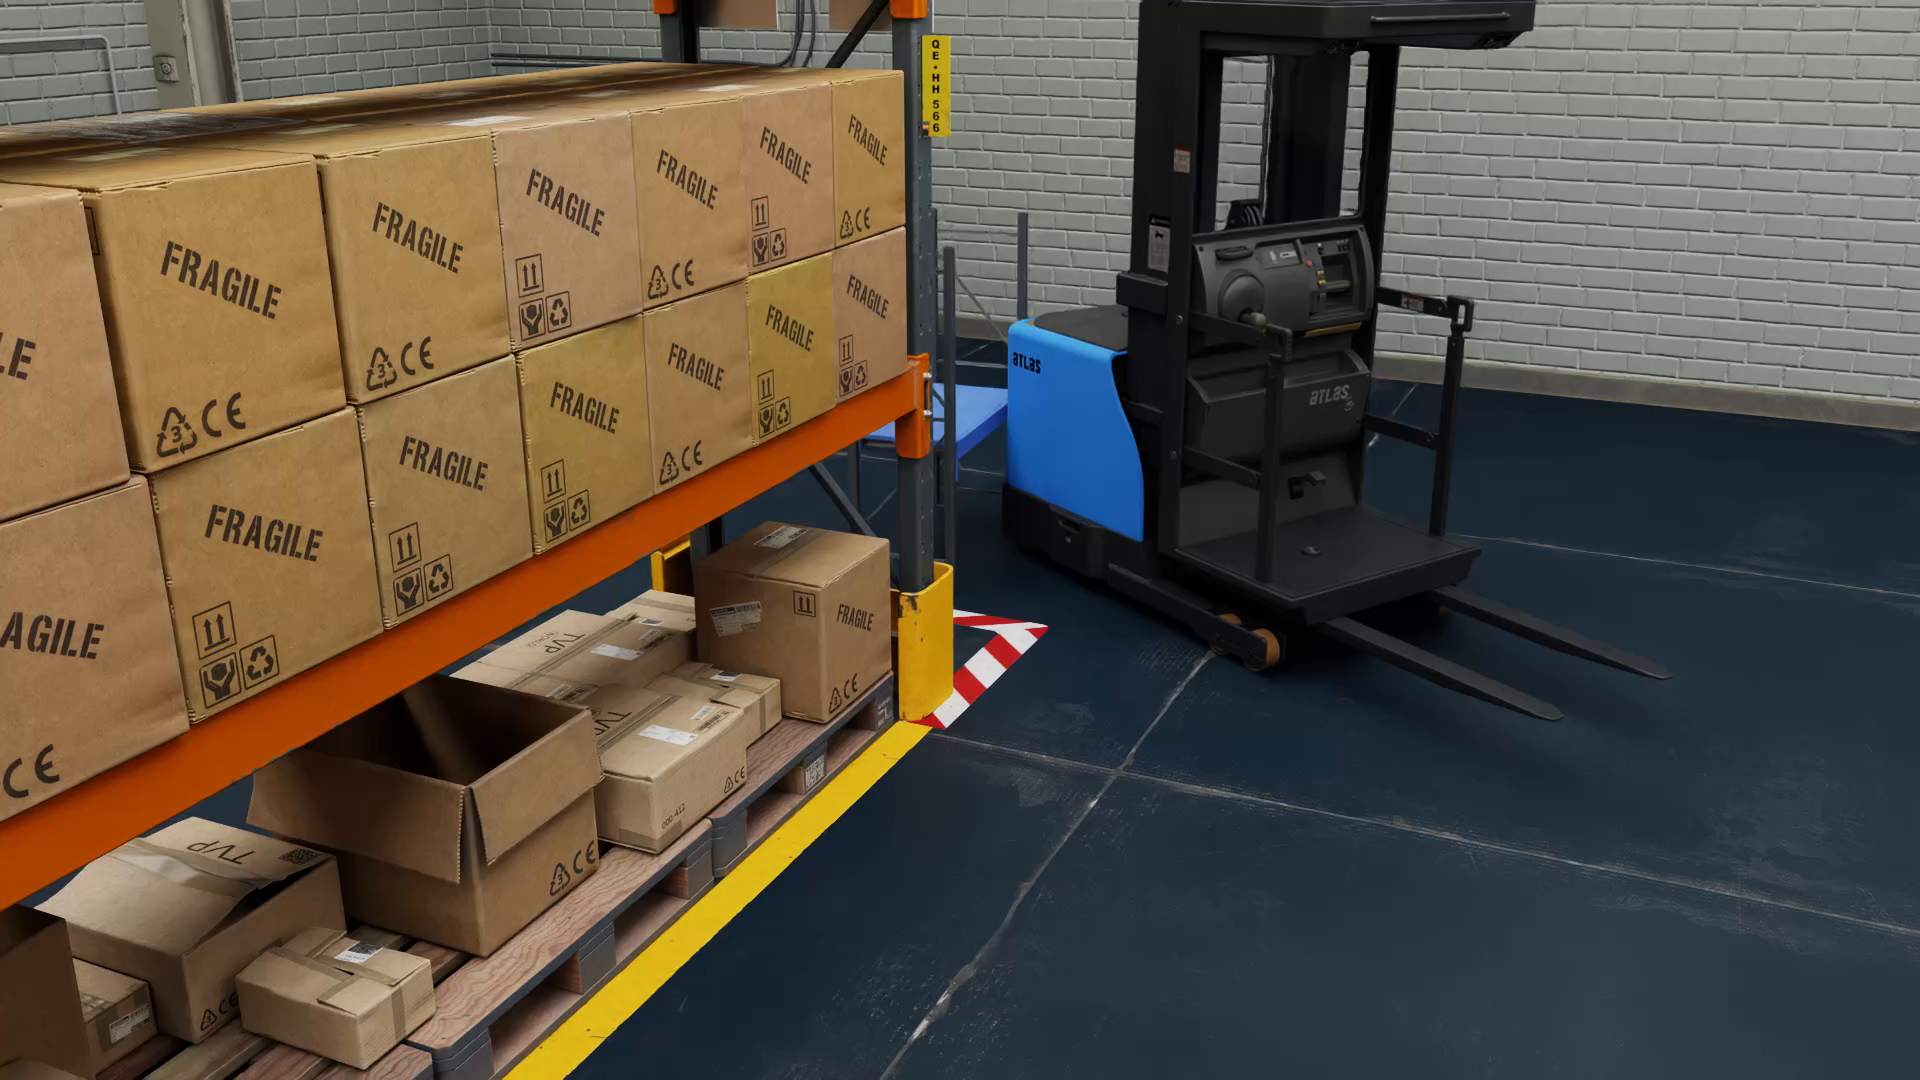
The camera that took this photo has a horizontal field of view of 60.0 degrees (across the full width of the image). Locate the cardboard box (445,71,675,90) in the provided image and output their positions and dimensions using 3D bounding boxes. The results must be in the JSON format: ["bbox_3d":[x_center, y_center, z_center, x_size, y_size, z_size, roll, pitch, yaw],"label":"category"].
[{"bbox_3d":[-1.206,-1.155,5.099,0.500,0.500,0.500,9,21,23],"label":"cardboard box"}]

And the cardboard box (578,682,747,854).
[{"bbox_3d":[-0.991,0.677,5.035,0.500,0.250,0.500,9,21,23],"label":"cardboard box"}]

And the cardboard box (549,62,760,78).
[{"bbox_3d":[-0.999,-1.316,5.551,0.500,0.500,0.500,9,22,24],"label":"cardboard box"}]

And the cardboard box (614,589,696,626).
[{"bbox_3d":[-1.062,0.319,6.192,0.380,0.149,0.250,9,21,23],"label":"cardboard box"}]

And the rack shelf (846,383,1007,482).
[{"bbox_3d":[-0.087,-0.527,7.745,0.538,0.185,1.000,7,21,19],"label":"rack shelf"}]

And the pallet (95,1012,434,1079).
[{"bbox_3d":[-1.933,1.430,3.634,1.003,0.211,1.213,9,21,23],"label":"pallet"}]

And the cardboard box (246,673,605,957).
[{"bbox_3d":[-1.450,0.719,4.539,0.797,0.503,0.637,9,21,23],"label":"cardboard box"}]

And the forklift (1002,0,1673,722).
[{"bbox_3d":[1.436,-1.047,6.539,1.130,2.935,3.031,-13,23,-31],"label":"forklift"}]

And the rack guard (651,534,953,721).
[{"bbox_3d":[-0.608,0.304,6.369,1.175,0.500,0.348,9,21,23],"label":"rack guard"}]

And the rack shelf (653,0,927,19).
[{"bbox_3d":[-1.396,-1.360,3.914,1.077,0.370,4.000,9,21,23],"label":"rack shelf"}]

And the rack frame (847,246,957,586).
[{"bbox_3d":[-0.258,-0.536,7.234,0.500,1.500,0.032,7,21,19],"label":"rack frame"}]

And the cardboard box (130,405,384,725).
[{"bbox_3d":[-1.551,0.003,3.335,0.500,0.500,0.500,9,21,24],"label":"cardboard box"}]

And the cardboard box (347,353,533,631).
[{"bbox_3d":[-1.344,-0.150,3.764,0.500,0.500,0.500,8,21,22],"label":"cardboard box"}]

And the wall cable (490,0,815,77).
[{"bbox_3d":[-2.455,-4.619,12.162,3.097,2.526,0.112,9,21,23],"label":"wall cable"}]

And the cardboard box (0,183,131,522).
[{"bbox_3d":[-1.765,-0.298,2.689,0.500,0.500,0.500,9,22,24],"label":"cardboard box"}]

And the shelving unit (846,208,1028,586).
[{"bbox_3d":[-0.087,-0.696,7.685,0.538,1.500,1.048,7,21,19],"label":"shelving unit"}]

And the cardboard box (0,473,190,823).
[{"bbox_3d":[-1.757,0.160,2.893,0.500,0.500,0.500,9,22,24],"label":"cardboard box"}]

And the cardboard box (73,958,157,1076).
[{"bbox_3d":[-2.141,1.125,3.926,0.380,0.149,0.250,9,21,23],"label":"cardboard box"}]

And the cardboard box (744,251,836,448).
[{"bbox_3d":[-0.721,-0.611,5.061,0.500,0.500,0.500,9,21,23],"label":"cardboard box"}]

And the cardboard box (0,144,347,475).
[{"bbox_3d":[-1.554,-0.456,3.133,0.500,0.500,0.500,8,21,21],"label":"cardboard box"}]

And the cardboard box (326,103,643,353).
[{"bbox_3d":[-1.133,-0.771,4.019,0.500,0.500,0.500,9,22,24],"label":"cardboard box"}]

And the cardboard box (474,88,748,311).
[{"bbox_3d":[-0.922,-0.928,4.460,0.500,0.500,0.500,9,22,24],"label":"cardboard box"}]

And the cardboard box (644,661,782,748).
[{"bbox_3d":[-0.823,0.542,5.541,0.380,0.166,0.250,9,21,23],"label":"cardboard box"}]

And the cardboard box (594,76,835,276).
[{"bbox_3d":[-0.714,-1.087,4.908,0.500,0.500,0.500,9,22,24],"label":"cardboard box"}]

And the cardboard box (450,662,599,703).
[{"bbox_3d":[-1.468,0.624,5.185,0.500,0.250,0.500,9,21,23],"label":"cardboard box"}]

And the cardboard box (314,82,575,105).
[{"bbox_3d":[-1.416,-1.003,4.671,0.500,0.500,0.500,9,21,23],"label":"cardboard box"}]

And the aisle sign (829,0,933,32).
[{"bbox_3d":[-0.269,-2.101,5.520,0.394,0.787,0.004,9,21,23],"label":"aisle sign"}]

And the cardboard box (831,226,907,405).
[{"bbox_3d":[-0.512,-0.770,5.509,0.500,0.500,0.500,9,22,24],"label":"cardboard box"}]

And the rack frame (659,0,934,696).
[{"bbox_3d":[-0.577,-0.897,6.015,1.000,3.000,0.127,9,21,23],"label":"rack frame"}]

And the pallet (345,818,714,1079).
[{"bbox_3d":[-1.434,1.055,4.687,1.003,0.211,1.213,9,21,23],"label":"pallet"}]

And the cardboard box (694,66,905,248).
[{"bbox_3d":[-0.508,-1.242,5.342,0.500,0.500,0.500,8,21,22],"label":"cardboard box"}]

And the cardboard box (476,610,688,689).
[{"bbox_3d":[-1.263,0.471,5.615,0.500,0.250,0.500,9,21,23],"label":"cardboard box"}]

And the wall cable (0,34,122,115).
[{"bbox_3d":[-5.436,-2.576,9.219,0.084,1.984,1.851,9,21,23],"label":"wall cable"}]

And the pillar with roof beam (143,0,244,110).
[{"bbox_3d":[-0.854,-4.756,7.912,9.100,9.000,0.400,9,21,23],"label":"pillar with roof beam"}]

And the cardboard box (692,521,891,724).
[{"bbox_3d":[-0.575,0.273,5.798,0.500,0.500,0.500,9,21,23],"label":"cardboard box"}]

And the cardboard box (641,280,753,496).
[{"bbox_3d":[-0.930,-0.459,4.635,0.500,0.500,0.500,9,21,23],"label":"cardboard box"}]

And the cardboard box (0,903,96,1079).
[{"bbox_3d":[-2.240,1.083,3.521,0.500,0.500,0.500,9,21,23],"label":"cardboard box"}]

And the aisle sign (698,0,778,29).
[{"bbox_3d":[-0.817,-2.183,5.752,0.394,0.787,0.004,9,21,23],"label":"aisle sign"}]

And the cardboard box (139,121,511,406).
[{"bbox_3d":[-1.343,-0.613,3.575,0.500,0.500,0.500,8,21,21],"label":"cardboard box"}]

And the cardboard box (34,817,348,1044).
[{"bbox_3d":[-1.933,0.943,4.198,0.500,0.311,0.500,9,21,23],"label":"cardboard box"}]

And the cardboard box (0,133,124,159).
[{"bbox_3d":[-2.037,-0.540,3.369,0.500,0.500,0.500,8,21,22],"label":"cardboard box"}]

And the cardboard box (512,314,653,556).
[{"bbox_3d":[-1.137,-0.305,4.201,0.500,0.500,0.500,8,21,22],"label":"cardboard box"}]

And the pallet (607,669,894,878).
[{"bbox_3d":[-0.934,0.684,5.732,1.003,0.211,1.213,9,21,23],"label":"pallet"}]

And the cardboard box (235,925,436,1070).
[{"bbox_3d":[-1.500,1.089,4.003,0.380,0.166,0.250,9,21,23],"label":"cardboard box"}]

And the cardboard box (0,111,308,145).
[{"bbox_3d":[-1.830,-0.694,3.802,0.500,0.500,0.500,9,21,23],"label":"cardboard box"}]

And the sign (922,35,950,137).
[{"bbox_3d":[-0.079,-1.509,5.537,0.100,0.325,0.005,9,21,23],"label":"sign"}]

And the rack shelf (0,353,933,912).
[{"bbox_3d":[-1.396,0.053,4.417,1.077,0.370,4.000,9,21,23],"label":"rack shelf"}]

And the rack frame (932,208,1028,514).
[{"bbox_3d":[0.084,-0.857,8.136,0.500,1.500,0.032,7,21,19],"label":"rack frame"}]

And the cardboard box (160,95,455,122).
[{"bbox_3d":[-1.623,-0.848,4.234,0.500,0.500,0.500,8,21,22],"label":"cardboard box"}]

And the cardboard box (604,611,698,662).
[{"bbox_3d":[-1.164,0.388,5.974,0.380,0.166,0.250,9,21,23],"label":"cardboard box"}]

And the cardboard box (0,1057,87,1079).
[{"bbox_3d":[-1.846,1.286,3.231,0.500,0.311,0.500,9,21,23],"label":"cardboard box"}]
